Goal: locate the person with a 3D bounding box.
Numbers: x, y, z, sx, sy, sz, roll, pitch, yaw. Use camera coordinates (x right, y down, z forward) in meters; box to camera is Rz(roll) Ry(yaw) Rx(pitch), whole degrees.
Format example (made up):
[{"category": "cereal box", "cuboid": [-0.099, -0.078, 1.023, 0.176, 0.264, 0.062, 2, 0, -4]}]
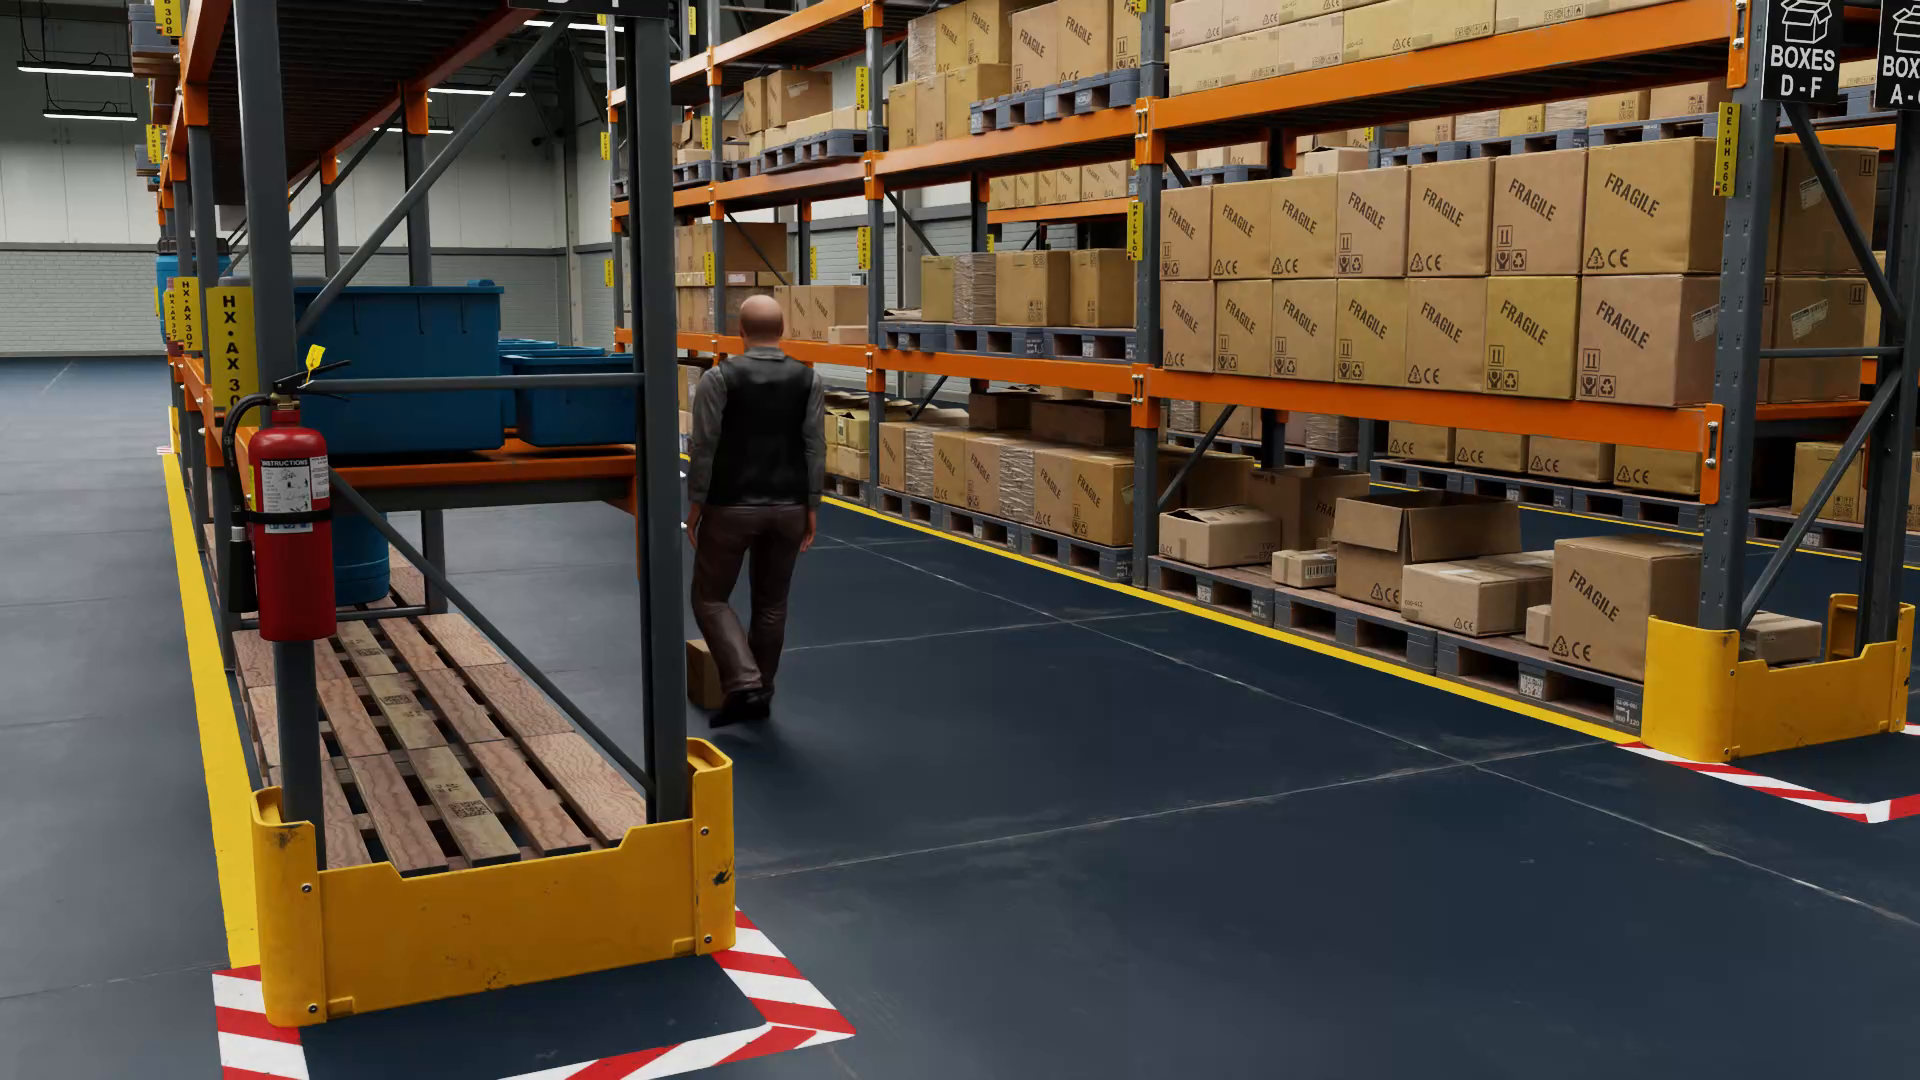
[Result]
[{"category": "person", "cuboid": [-0.831, -0.115, 6.635, 0.549, 1.712, 0.625, -4, 9, -25]}]
